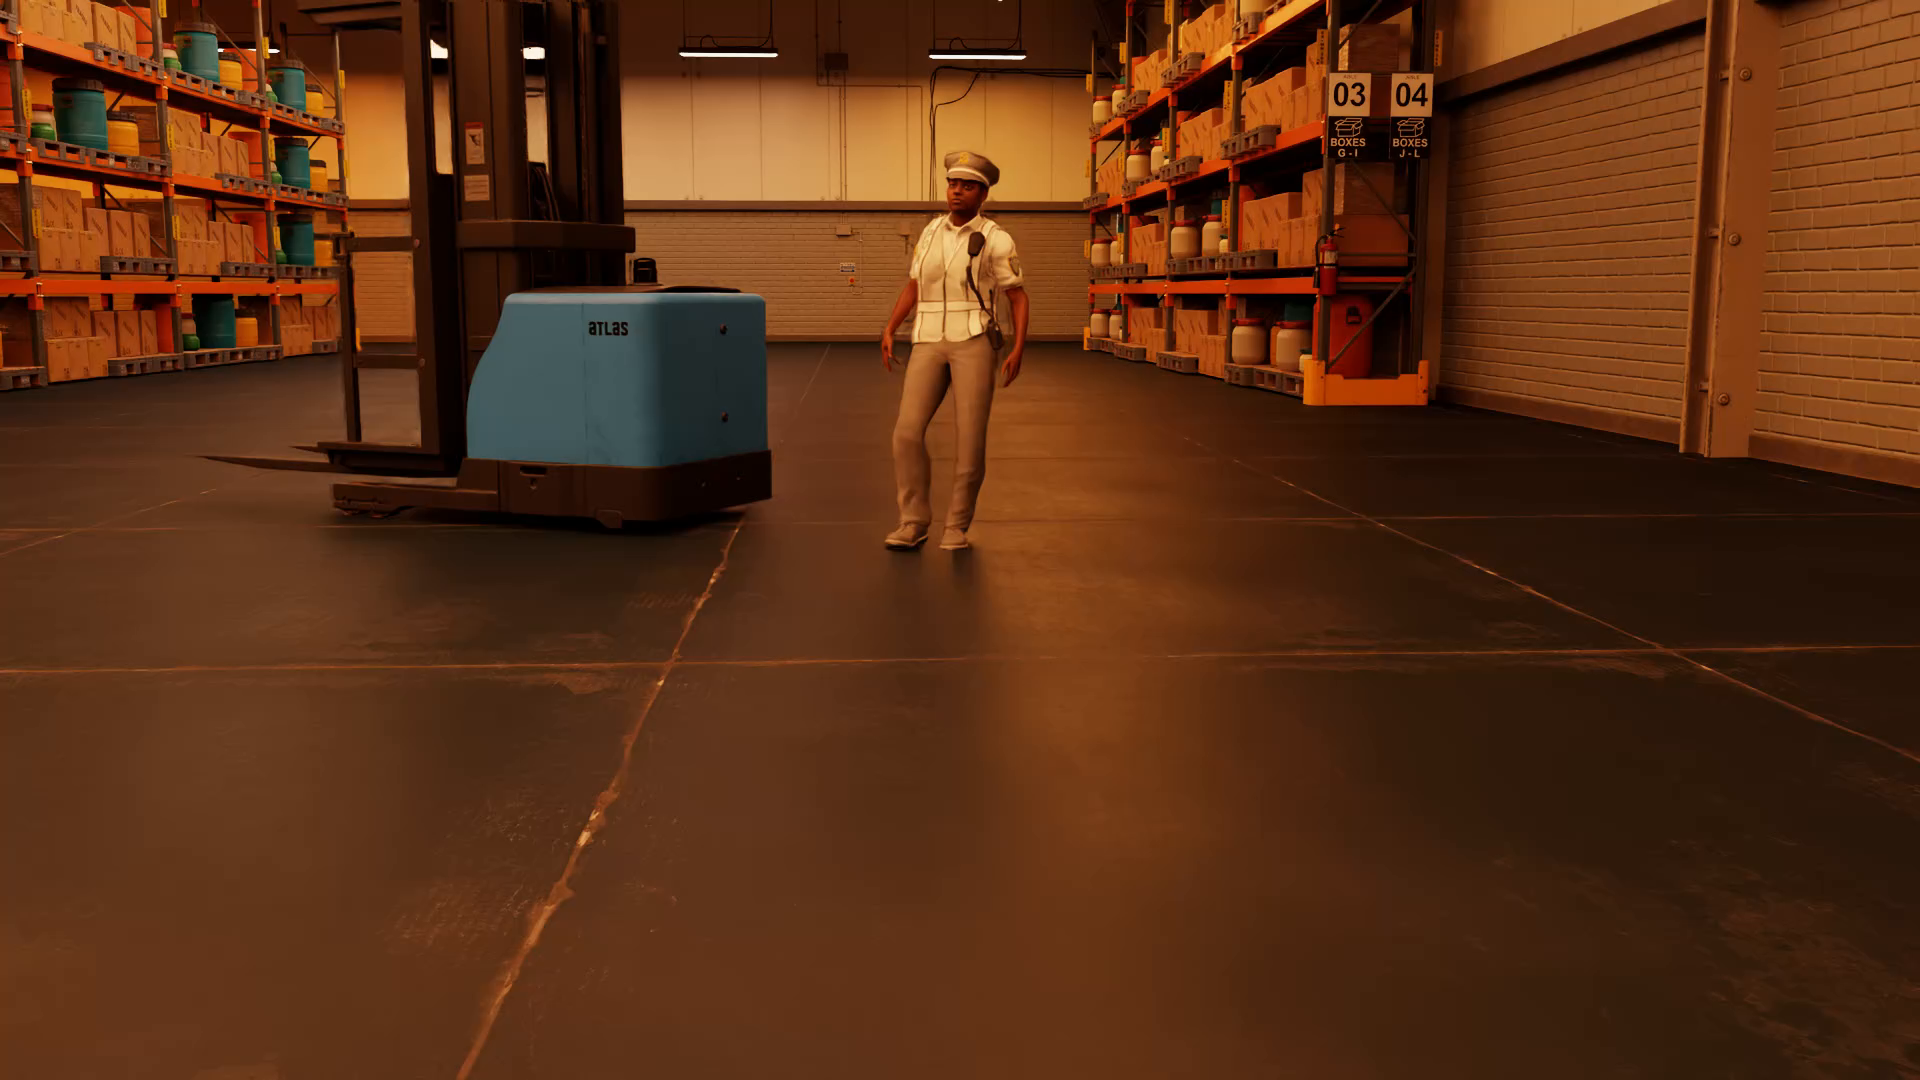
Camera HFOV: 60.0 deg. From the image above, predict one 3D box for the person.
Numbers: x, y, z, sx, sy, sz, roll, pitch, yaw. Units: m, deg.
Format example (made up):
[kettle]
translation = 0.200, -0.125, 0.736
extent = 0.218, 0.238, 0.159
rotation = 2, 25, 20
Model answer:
[person]
translation = -0.055, -0.803, 7.078
extent = 0.621, 1.672, 0.493
rotation = 3, 9, 22

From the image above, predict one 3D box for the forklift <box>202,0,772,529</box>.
[forklift]
translation = -2.489, -1.620, 8.242
extent = 3.031, 2.935, 1.130
rotation = 4, 9, 25
